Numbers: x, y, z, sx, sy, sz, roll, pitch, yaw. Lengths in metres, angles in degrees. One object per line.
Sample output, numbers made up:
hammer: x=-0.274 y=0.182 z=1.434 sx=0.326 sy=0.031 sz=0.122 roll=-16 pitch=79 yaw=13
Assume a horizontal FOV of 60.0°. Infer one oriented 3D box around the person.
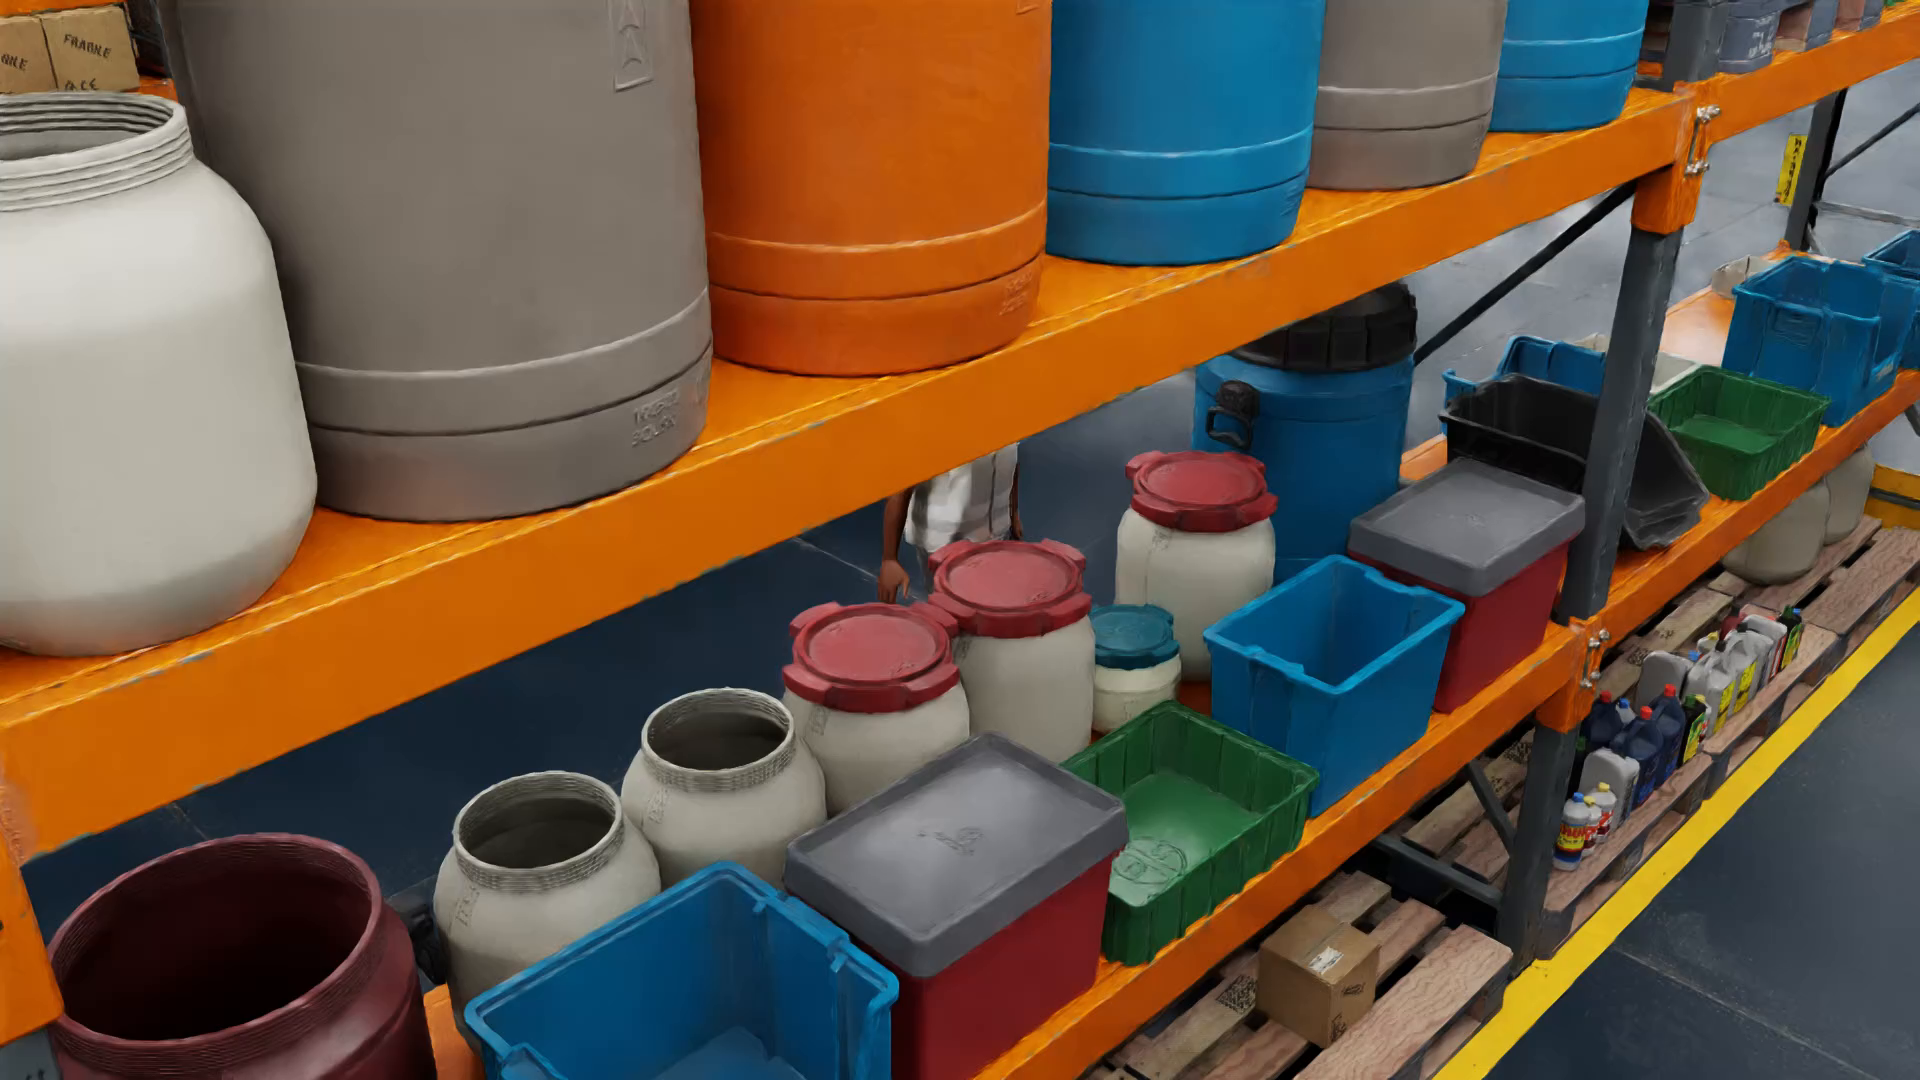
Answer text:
person: x=-0.005 y=0.011 z=6.064 sx=0.619 sy=1.767 sz=0.765 roll=20 pitch=34 yaw=33
